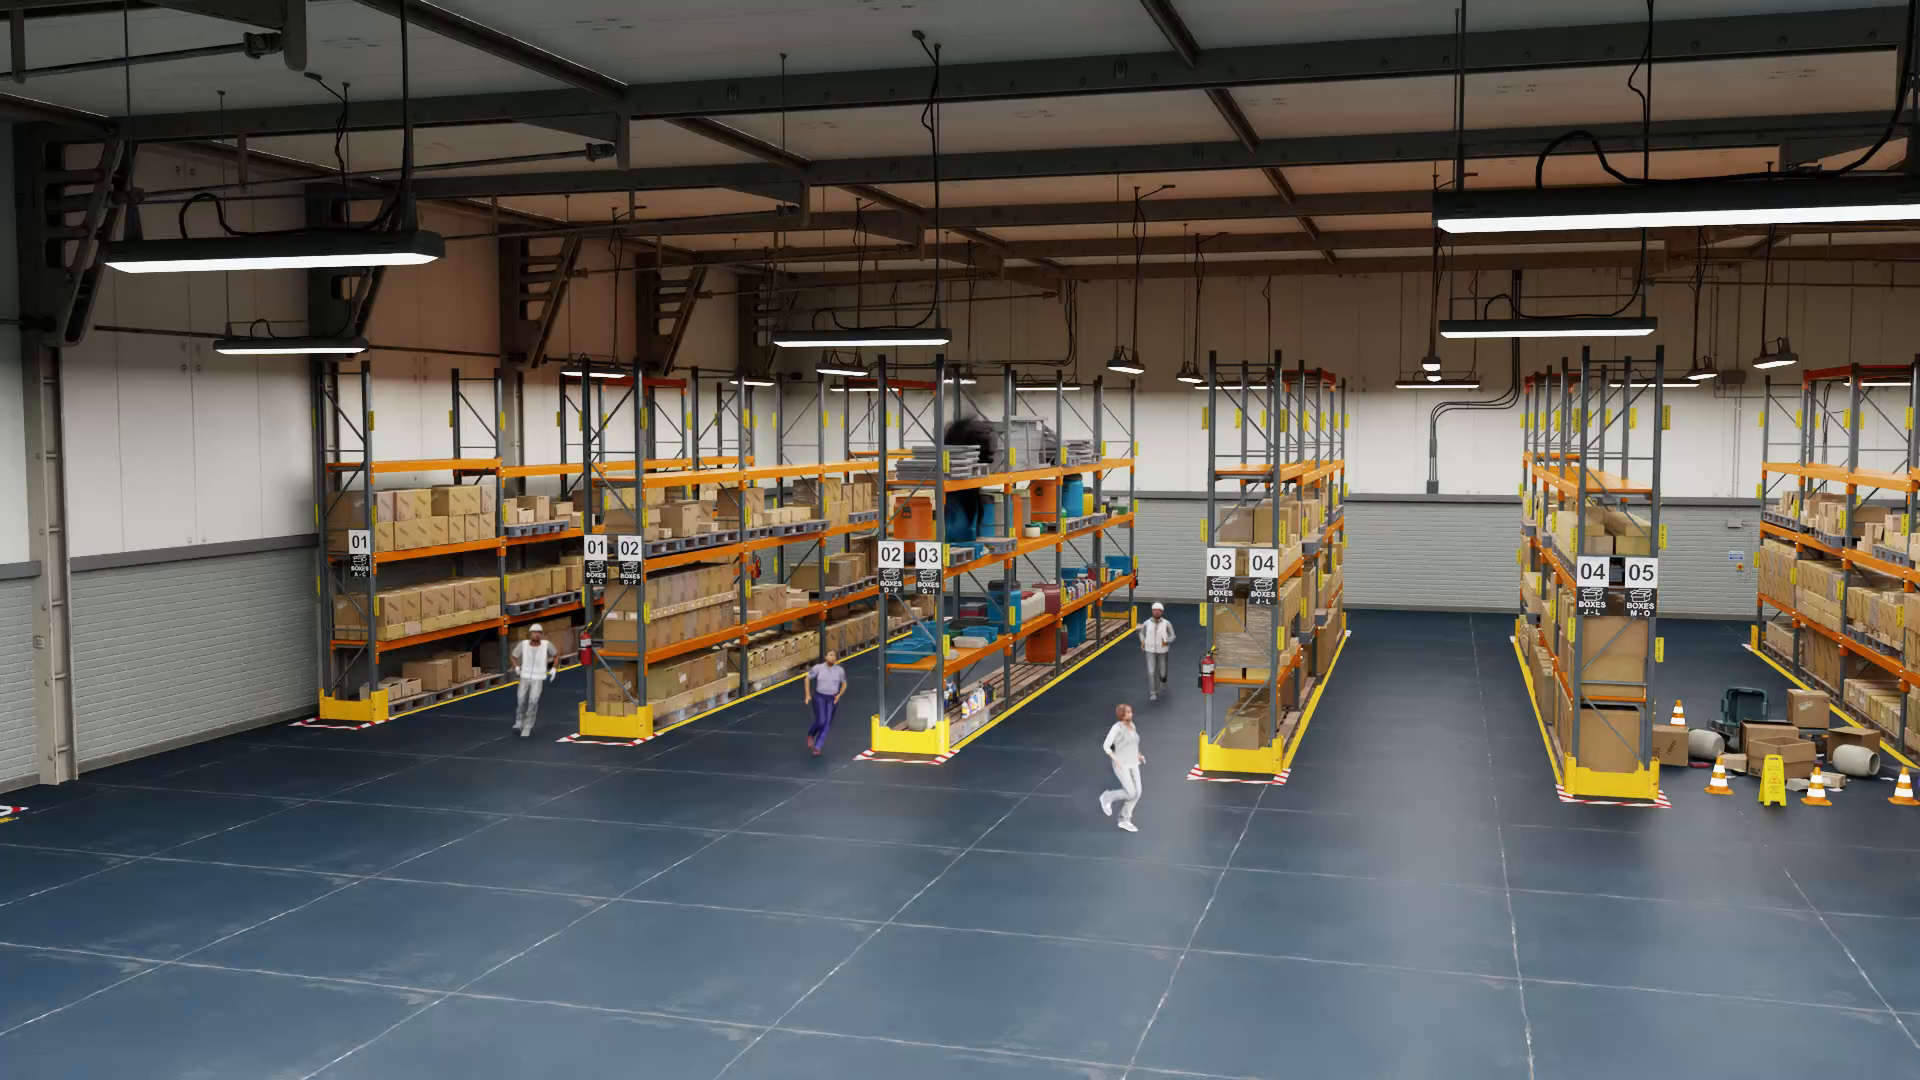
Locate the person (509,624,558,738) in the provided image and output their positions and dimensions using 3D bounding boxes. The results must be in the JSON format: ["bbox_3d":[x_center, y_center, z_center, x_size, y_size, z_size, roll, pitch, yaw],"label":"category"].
[{"bbox_3d":[-6.827,2.233,26.618,0.743,1.797,0.685,0,4,-6],"label":"person"}]

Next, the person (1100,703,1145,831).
[{"bbox_3d":[1.995,2.778,20.442,0.544,1.559,0.544,4,6,45],"label":"person"}]

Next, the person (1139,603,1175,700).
[{"bbox_3d":[3.539,1.998,29.968,0.666,1.732,0.753,1,4,12],"label":"person"}]

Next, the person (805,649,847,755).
[{"bbox_3d":[-1.990,2.437,24.974,0.637,1.565,0.539,-1,4,-17],"label":"person"}]
